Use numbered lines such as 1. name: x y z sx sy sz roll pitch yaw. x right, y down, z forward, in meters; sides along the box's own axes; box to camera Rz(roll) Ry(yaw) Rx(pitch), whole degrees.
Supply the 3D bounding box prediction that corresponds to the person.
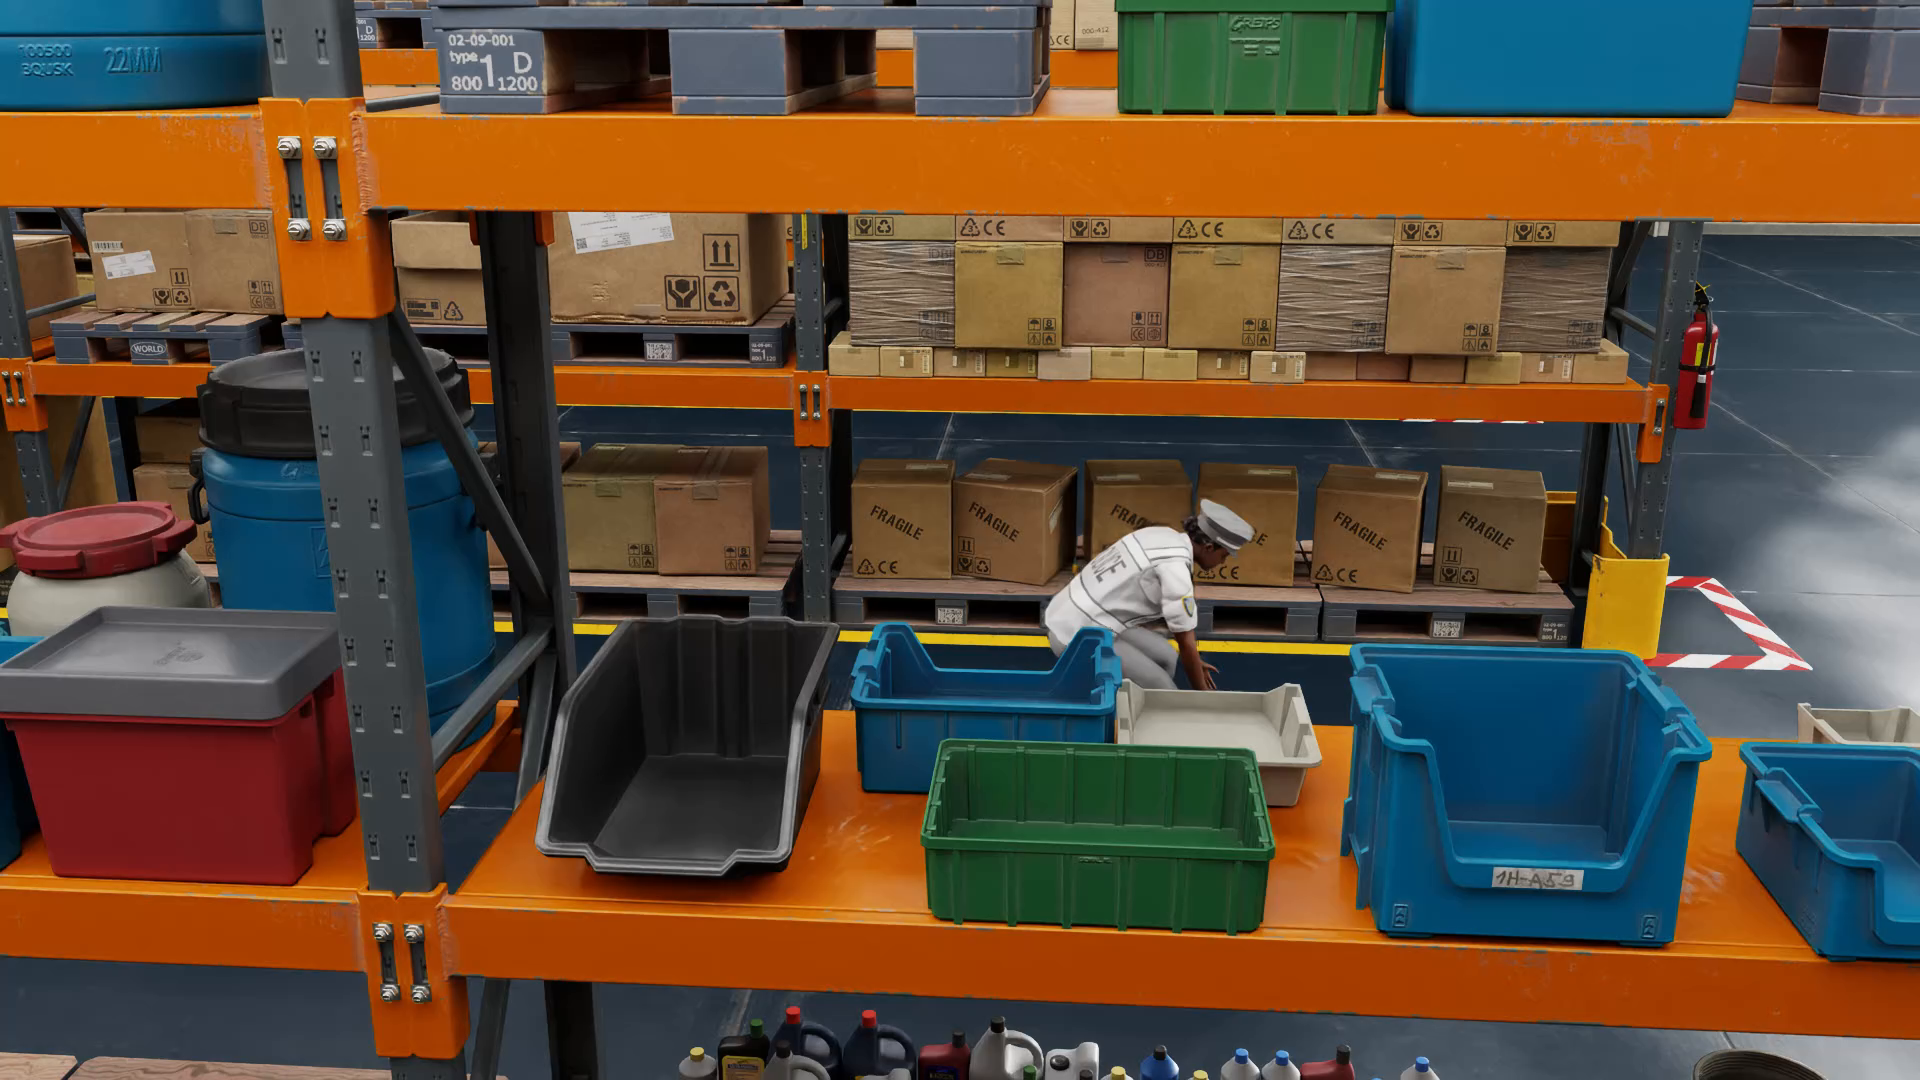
1. person: 0.768 0.459 6.694 0.850 1.011 0.487 1 18 4
